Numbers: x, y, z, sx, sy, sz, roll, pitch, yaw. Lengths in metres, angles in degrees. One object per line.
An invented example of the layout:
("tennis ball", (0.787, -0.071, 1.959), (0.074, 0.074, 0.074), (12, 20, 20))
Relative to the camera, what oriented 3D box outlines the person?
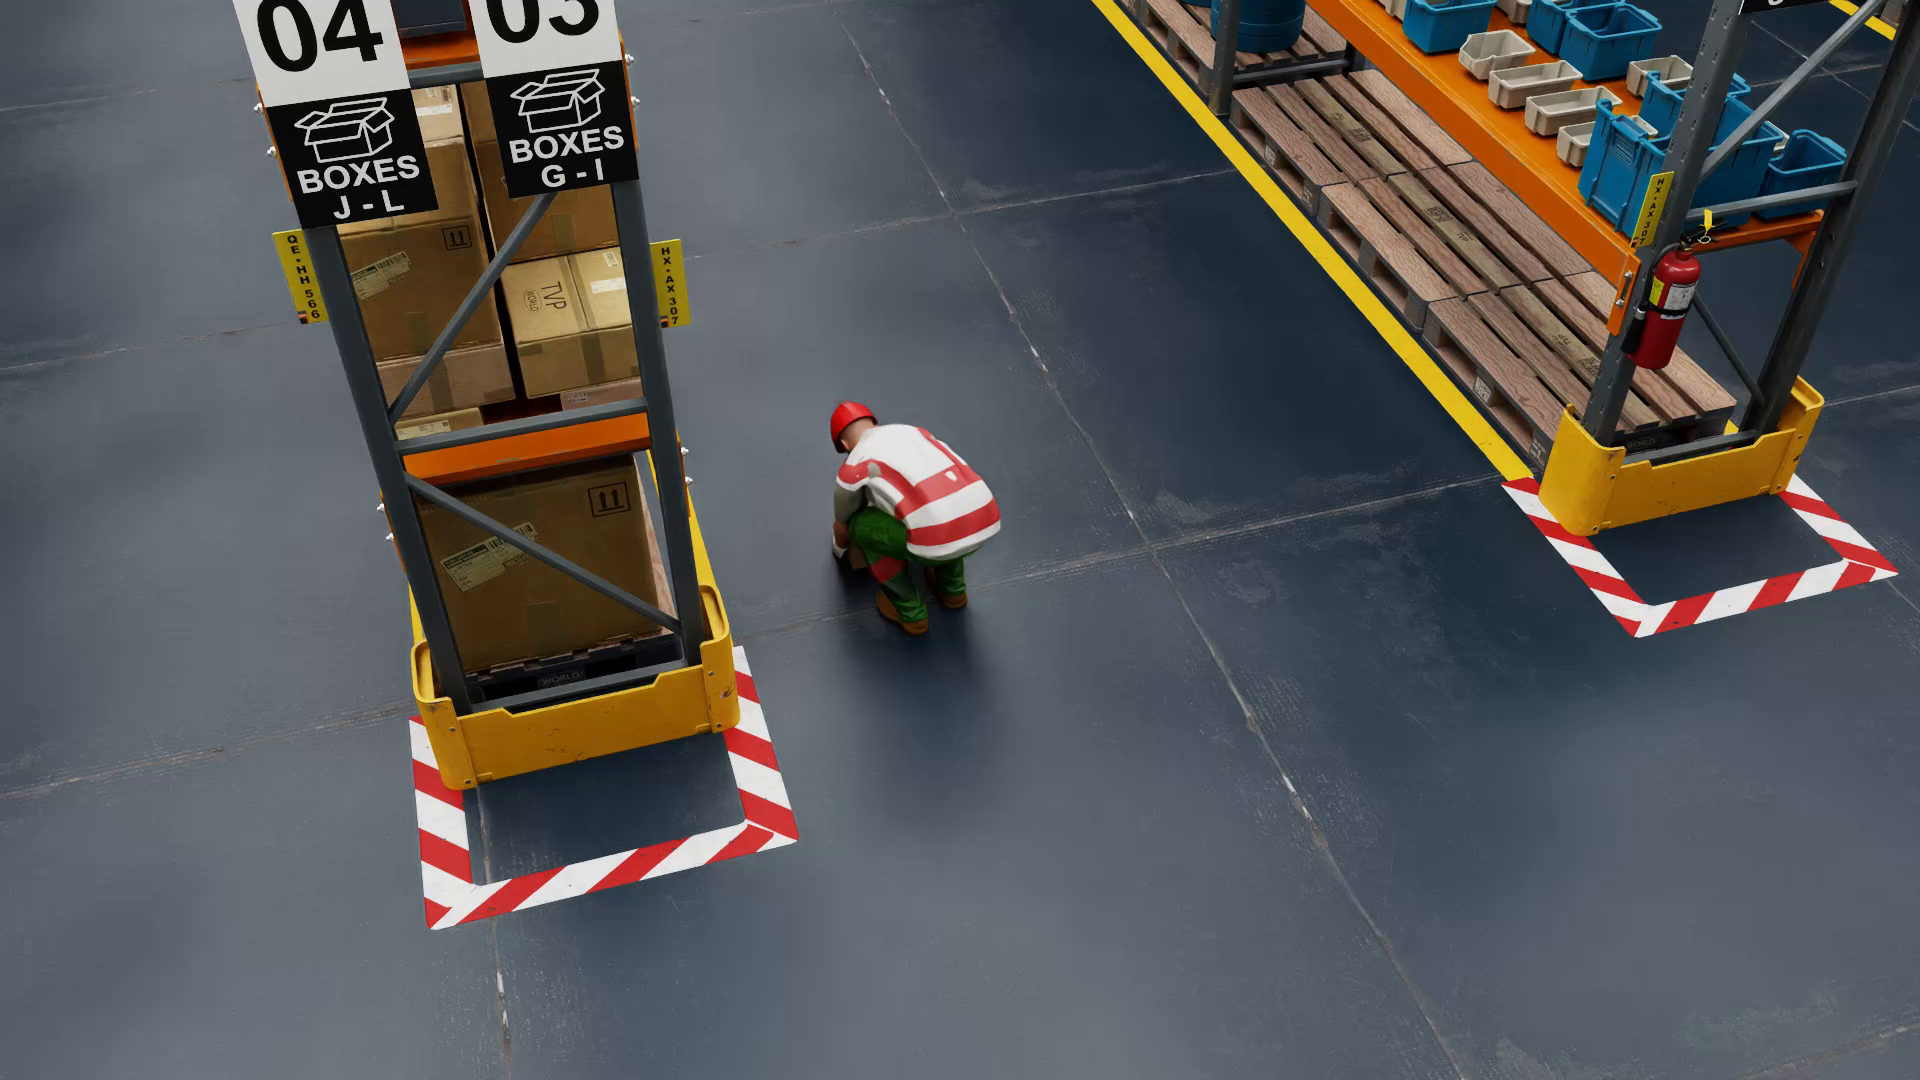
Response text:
("person", (-0.231, -0.093, 7.008), (0.520, 0.821, 0.964), (-24, 47, -25))
